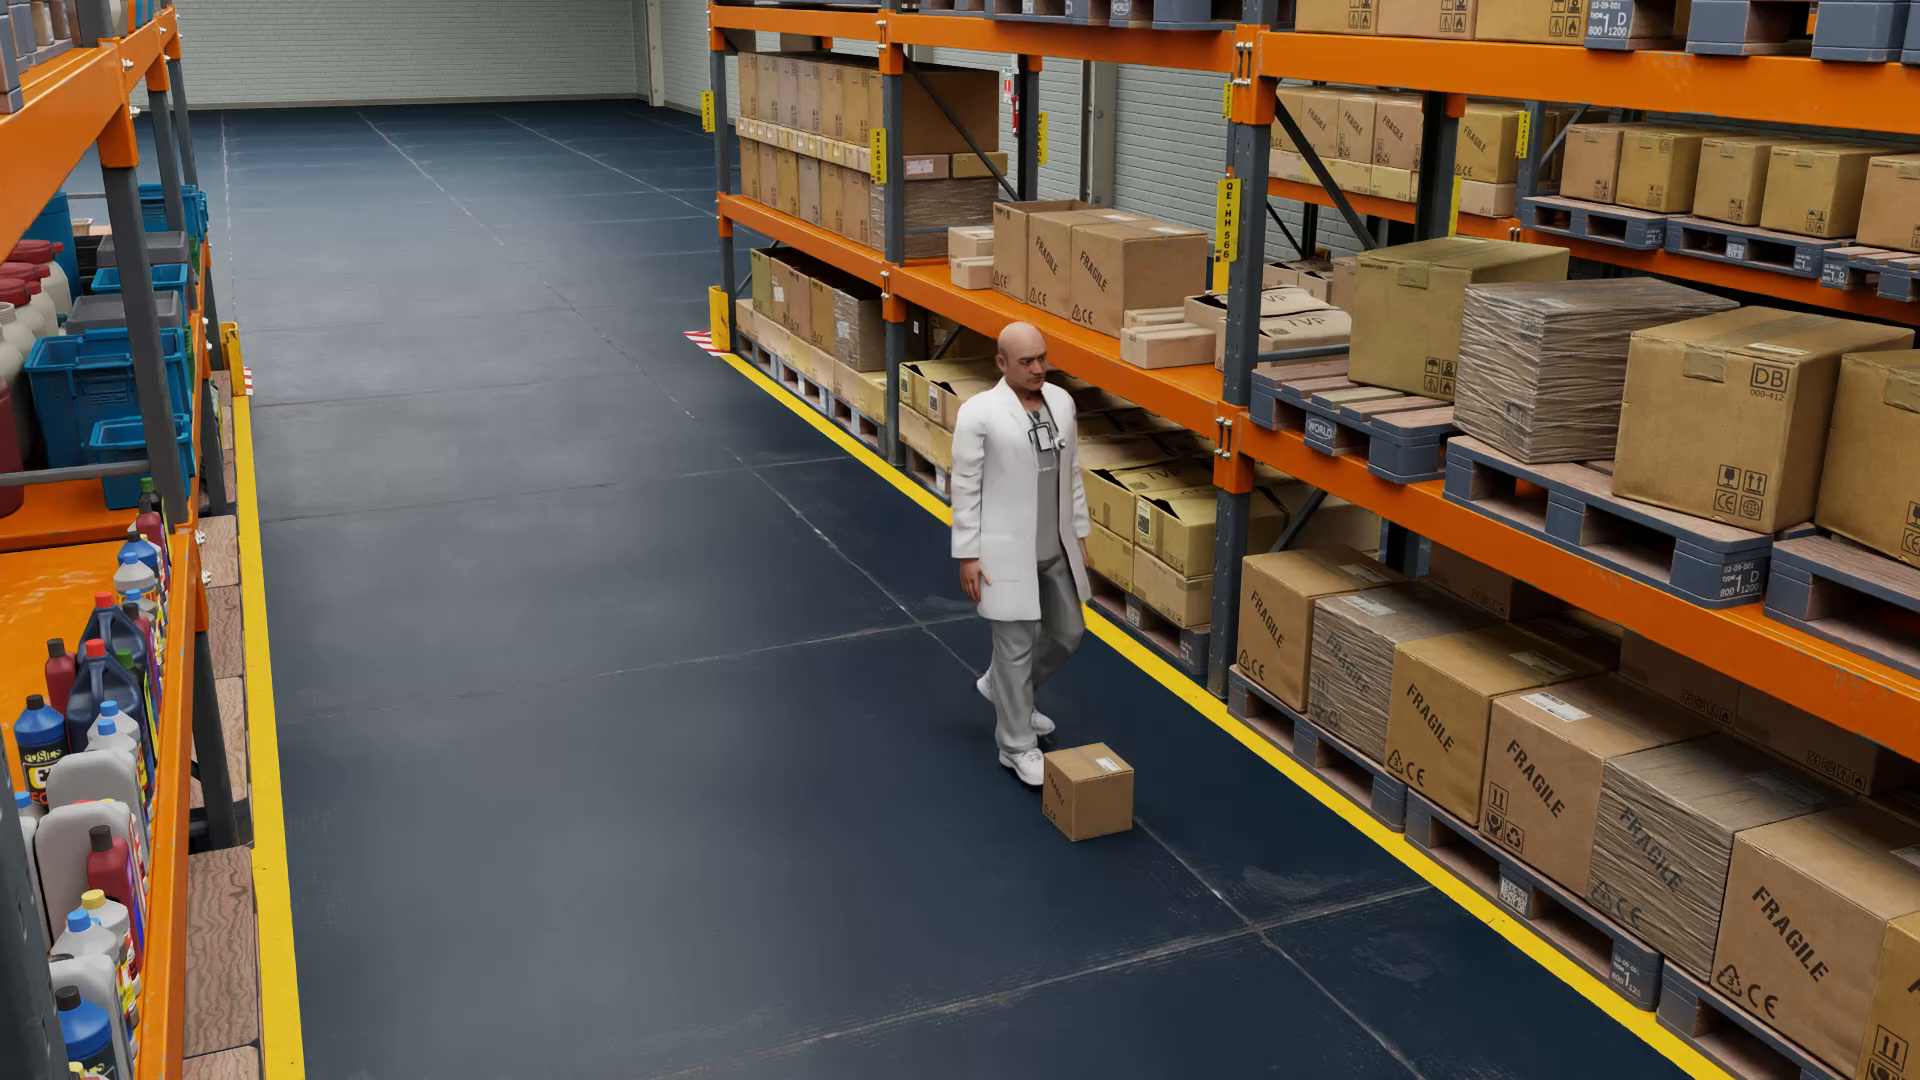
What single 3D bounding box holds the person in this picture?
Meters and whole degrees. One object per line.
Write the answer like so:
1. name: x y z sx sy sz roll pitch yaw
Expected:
1. person: 0.236 0.029 6.451 0.610 1.780 0.670 -13 22 -33
